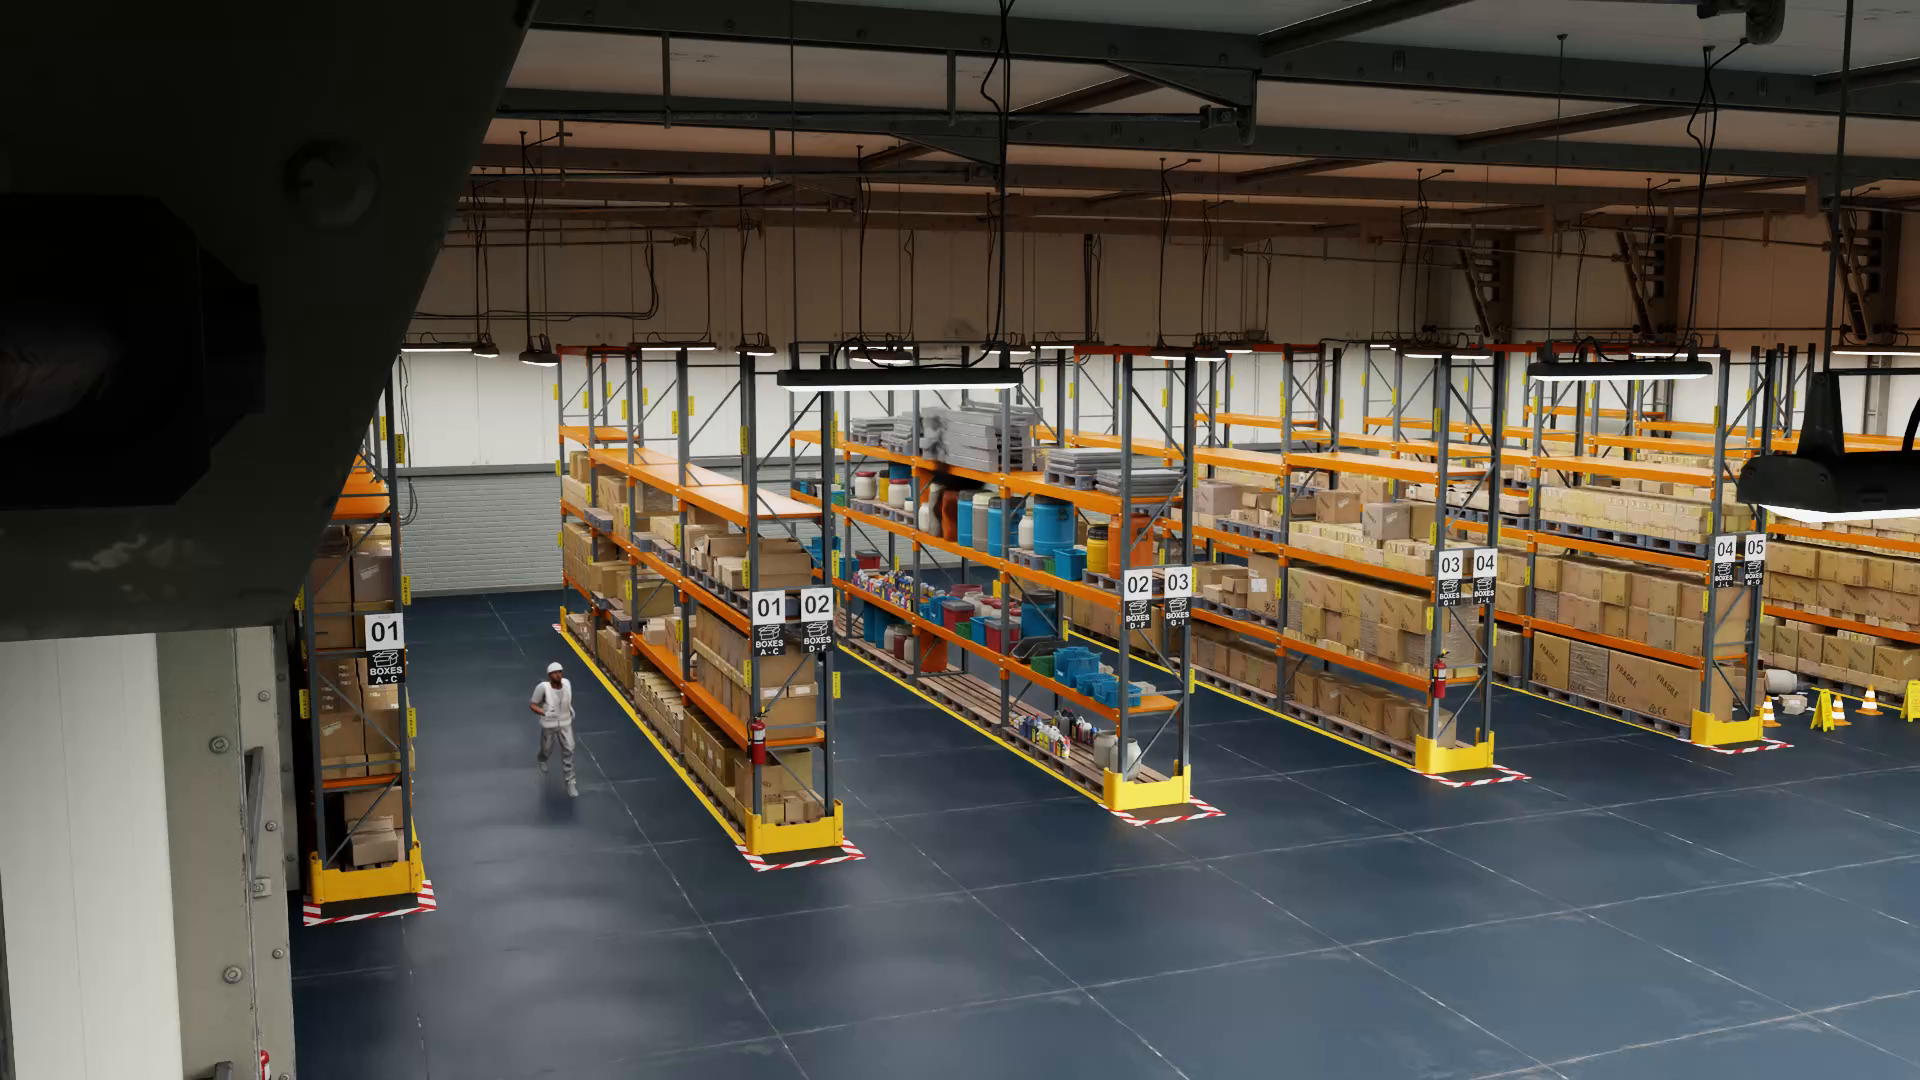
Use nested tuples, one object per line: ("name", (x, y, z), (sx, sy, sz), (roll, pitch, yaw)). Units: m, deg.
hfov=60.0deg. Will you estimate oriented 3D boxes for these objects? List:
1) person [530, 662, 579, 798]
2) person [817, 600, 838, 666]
("person", (-5.586, 2.559, 22.854), (0.646, 1.791, 1.156), (-4, 8, -29))
("person", (-2.401, 1.593, 29.718), (0.546, 1.605, 0.631), (-2, 8, -18))
